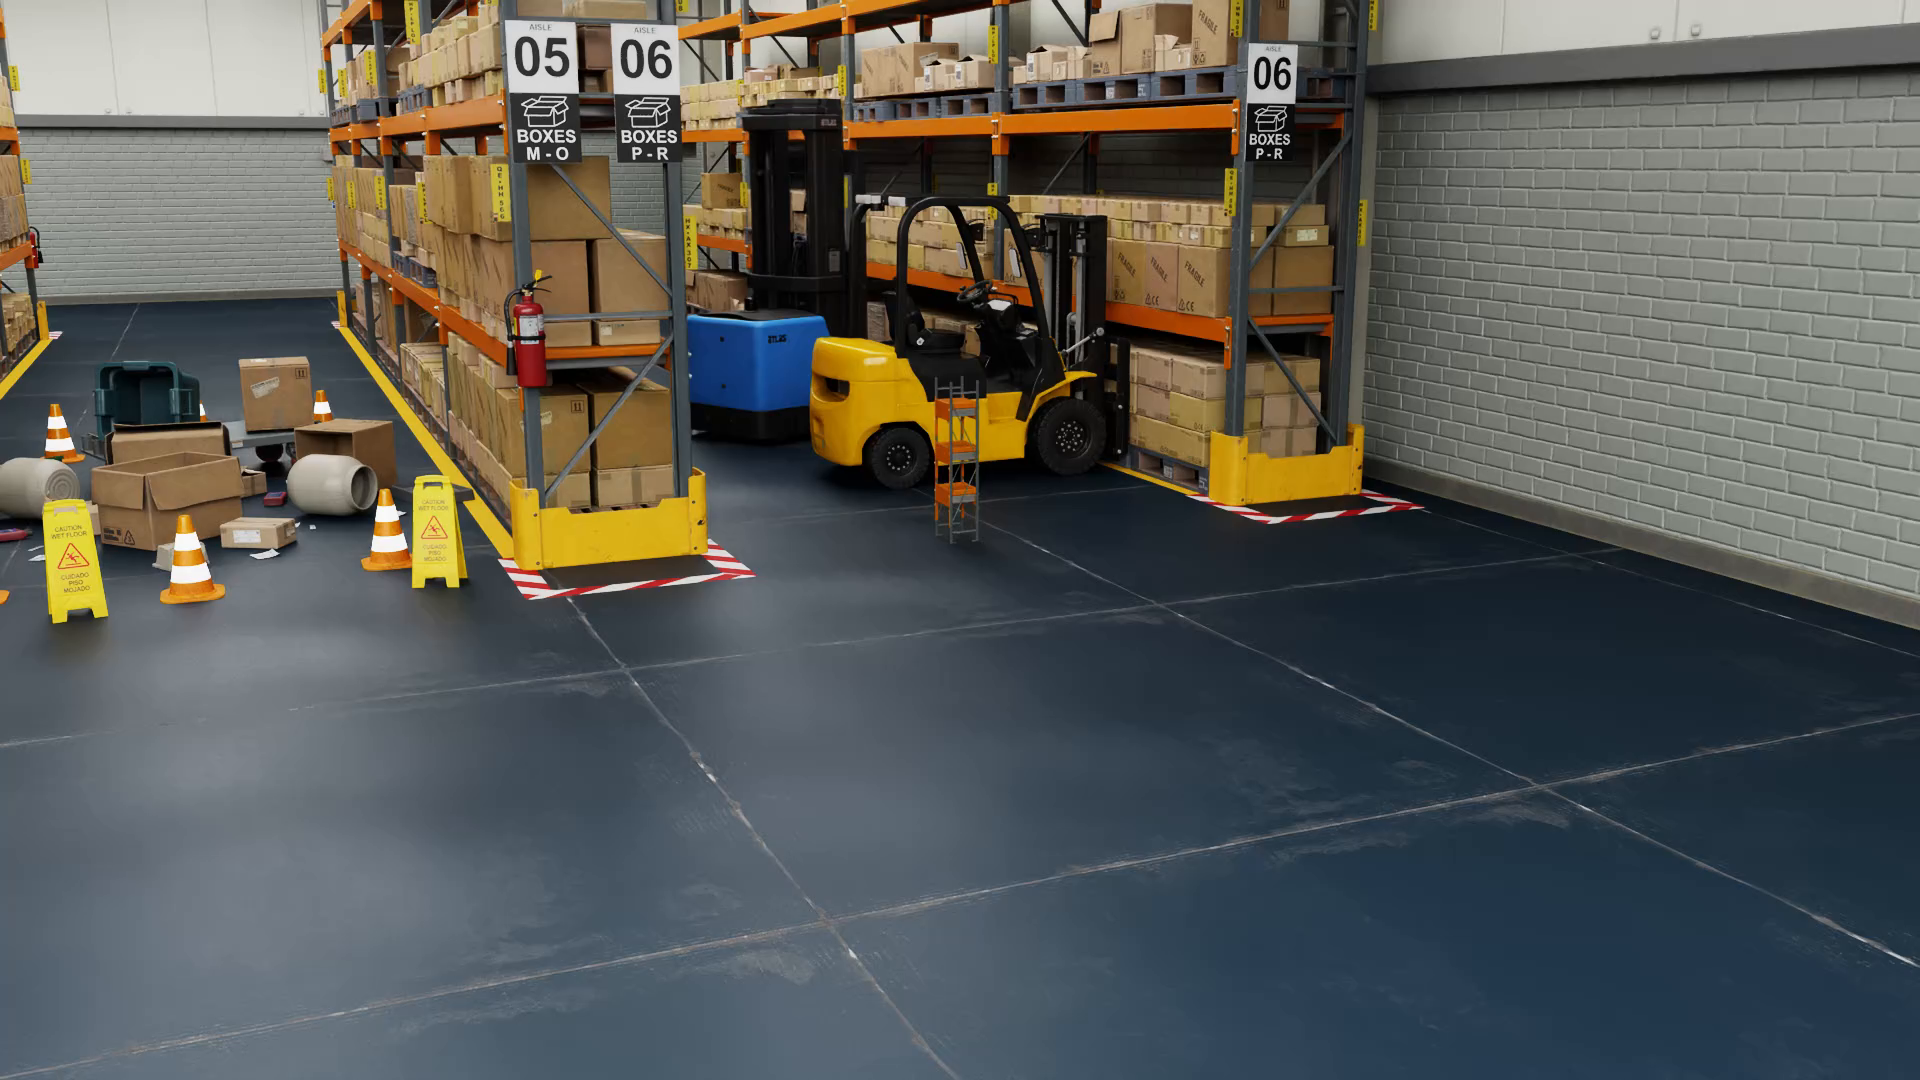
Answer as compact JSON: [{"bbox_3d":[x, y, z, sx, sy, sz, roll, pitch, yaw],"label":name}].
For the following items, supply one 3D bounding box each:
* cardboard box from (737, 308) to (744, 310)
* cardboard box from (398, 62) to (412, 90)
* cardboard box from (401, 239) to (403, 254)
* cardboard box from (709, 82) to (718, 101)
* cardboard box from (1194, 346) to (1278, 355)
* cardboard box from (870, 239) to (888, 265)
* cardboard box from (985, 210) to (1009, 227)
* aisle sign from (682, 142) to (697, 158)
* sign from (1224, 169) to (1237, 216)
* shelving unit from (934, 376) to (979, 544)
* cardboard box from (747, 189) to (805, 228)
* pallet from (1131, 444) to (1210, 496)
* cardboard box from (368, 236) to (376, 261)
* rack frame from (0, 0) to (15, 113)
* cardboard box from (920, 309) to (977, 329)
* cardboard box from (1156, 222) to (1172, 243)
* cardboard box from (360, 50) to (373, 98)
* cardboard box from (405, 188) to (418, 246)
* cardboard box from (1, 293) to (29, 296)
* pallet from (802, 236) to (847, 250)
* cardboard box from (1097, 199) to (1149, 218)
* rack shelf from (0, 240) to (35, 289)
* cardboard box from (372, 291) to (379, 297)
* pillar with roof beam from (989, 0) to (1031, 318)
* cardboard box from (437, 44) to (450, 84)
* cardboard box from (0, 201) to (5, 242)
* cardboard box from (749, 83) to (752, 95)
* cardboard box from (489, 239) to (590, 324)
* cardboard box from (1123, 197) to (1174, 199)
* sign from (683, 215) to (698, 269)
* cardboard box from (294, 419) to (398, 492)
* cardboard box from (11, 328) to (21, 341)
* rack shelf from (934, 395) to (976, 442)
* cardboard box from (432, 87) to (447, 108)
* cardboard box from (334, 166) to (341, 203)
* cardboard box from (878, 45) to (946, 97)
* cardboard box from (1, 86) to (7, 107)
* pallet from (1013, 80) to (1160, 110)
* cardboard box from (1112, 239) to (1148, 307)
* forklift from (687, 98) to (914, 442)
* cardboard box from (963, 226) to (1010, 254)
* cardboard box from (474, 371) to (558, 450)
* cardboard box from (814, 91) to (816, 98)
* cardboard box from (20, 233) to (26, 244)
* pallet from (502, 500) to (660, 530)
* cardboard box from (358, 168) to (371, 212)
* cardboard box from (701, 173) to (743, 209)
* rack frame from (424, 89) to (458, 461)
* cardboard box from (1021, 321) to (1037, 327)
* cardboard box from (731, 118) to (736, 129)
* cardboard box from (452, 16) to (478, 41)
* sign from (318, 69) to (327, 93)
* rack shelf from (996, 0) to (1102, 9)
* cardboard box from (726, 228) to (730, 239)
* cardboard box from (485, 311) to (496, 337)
[{"bbox_3d":[-2.904,-3.178,23.338,0.380,0.149,0.250,-6,14,-25],"label":"cardboard box"},{"bbox_3d":[-4.985,-4.311,15.971,0.700,0.500,0.500,-6,14,-23],"label":"cardboard box"},{"bbox_3d":[-5.246,-2.874,16.261,0.380,0.149,0.250,-7,15,-27],"label":"cardboard box"},{"bbox_3d":[-3.241,-6.342,23.532,0.500,0.250,0.500,-5,14,-22],"label":"cardboard box"},{"bbox_3d":[2.173,-1.365,13.067,0.500,0.250,0.500,-6,14,-23],"label":"cardboard box"},{"bbox_3d":[-0.659,-3.156,18.185,0.500,0.250,0.500,-6,14,-24],"label":"cardboard box"},{"bbox_3d":[0.453,-3.036,15.674,0.380,0.149,0.250,-5,14,-21],"label":"cardboard box"},{"bbox_3d":[-4.310,-6.354,25.905,0.394,0.787,0.004,-6,14,-23],"label":"aisle sign"},{"bbox_3d":[1.893,-2.427,11.613,0.100,0.325,0.005,-6,14,-23],"label":"sign"},{"bbox_3d":[-0.021,-0.523,10.799,0.215,1.050,0.252,-6,14,-23],"label":"shelving unit"},{"bbox_3d":[-2.423,-4.406,22.103,0.700,0.500,0.500,-5,14,-22],"label":"cardboard box"},{"bbox_3d":[2.051,-0.590,12.950,1.003,0.211,1.213,-6,14,-23],"label":"pallet"},{"bbox_3d":[-6.433,-3.318,18.887,0.500,0.250,0.500,-6,14,-24],"label":"cardboard box"},{"bbox_3d":[-13.056,-7.105,21.613,1.000,3.000,0.127,-6,14,-23],"label":"rack frame"},{"bbox_3d":[-0.033,-2.091,17.588,0.875,0.625,0.625,-6,14,-25],"label":"cardboard box"},{"bbox_3d":[1.733,-2.367,12.783,0.380,0.149,0.250,-6,14,-23],"label":"cardboard box"},{"bbox_3d":[-5.927,-4.900,17.583,0.700,0.500,0.500,-6,15,-26],"label":"cardboard box"},{"bbox_3d":[-4.760,-2.962,15.202,0.500,0.500,0.500,-6,14,-25],"label":"cardboard box"},{"bbox_3d":[-12.611,-3.202,22.123,0.380,0.149,0.250,-5,14,-22],"label":"cardboard box"},{"bbox_3d":[-1.145,-3.487,19.710,1.213,0.211,1.003,-6,14,-23],"label":"pallet"},{"bbox_3d":[1.354,-2.729,13.687,0.380,0.149,0.250,-6,14,-23],"label":"cardboard box"},{"bbox_3d":[-12.254,-3.419,20.585,1.077,0.370,4.000,-6,14,-23],"label":"rack shelf"},{"bbox_3d":[-7.471,-3.105,22.384,0.875,0.438,0.875,-6,14,-25],"label":"cardboard box"},{"bbox_3d":[-3.406,-5.793,15.942,9.100,9.000,0.400,-6,14,-23],"label":"pillar with roof beam"},{"bbox_3d":[-3.424,-3.379,11.836,0.500,0.250,0.500,-5,14,-22],"label":"cardboard box"},{"bbox_3d":[-11.626,-3.777,19.653,0.500,0.500,0.500,-6,14,-23],"label":"cardboard box"},{"bbox_3d":[-2.522,-5.861,21.631,0.380,0.149,0.250,-5,14,-22],"label":"cardboard box"},{"bbox_3d":[-2.621,-1.626,10.361,0.500,0.500,0.500,-6,14,-24],"label":"cardboard box"},{"bbox_3d":[1.622,-2.881,14.345,0.380,0.149,0.250,-6,14,-24],"label":"cardboard box"},{"bbox_3d":[-1.654,-1.816,10.143,0.100,0.325,0.005,-6,14,-23],"label":"sign"},{"bbox_3d":[-4.571,-0.611,12.393,0.500,0.500,0.500,4,14,16],"label":"cardboard box"},{"bbox_3d":[-11.862,-2.541,20.586,0.380,0.149,0.250,-6,14,-24],"label":"cardboard box"},{"bbox_3d":[-0.021,-0.789,10.738,0.215,0.259,0.240,-6,14,-23],"label":"rack shelf"},{"bbox_3d":[-3.802,-3.364,12.659,0.380,0.149,0.250,-6,14,-23],"label":"cardboard box"},{"bbox_3d":[-8.416,-4.955,23.189,0.500,0.500,0.500,-6,14,-24],"label":"cardboard box"},{"bbox_3d":[-0.449,-4.943,17.549,0.700,0.500,0.500,-6,14,-24],"label":"cardboard box"},{"bbox_3d":[-12.432,-5.637,21.144,0.500,0.250,0.500,-6,14,-24],"label":"cardboard box"},{"bbox_3d":[1.158,-3.865,14.460,1.003,0.211,1.213,-6,14,-23],"label":"pallet"},{"bbox_3d":[1.553,-2.135,13.219,0.500,0.500,0.500,-6,14,-24],"label":"cardboard box"},{"bbox_3d":[-1.113,-2.549,15.383,1.130,2.935,3.031,11,17,40],"label":"forklift"},{"bbox_3d":[0.362,-2.869,15.839,0.500,0.250,0.500,-6,14,-24],"label":"cardboard box"},{"bbox_3d":[-3.119,-0.930,11.738,0.500,0.500,0.500,-6,14,-24],"label":"cardboard box"},{"bbox_3d":[-1.534,-5.296,19.897,0.380,0.149,0.250,-5,14,-22],"label":"cardboard box"},{"bbox_3d":[-12.666,-4.018,22.137,0.380,0.149,0.250,-6,14,-23],"label":"cardboard box"},{"bbox_3d":[-2.475,-0.173,11.150,1.003,0.211,1.213,-6,14,-23],"label":"pallet"},{"bbox_3d":[-6.816,-4.141,19.668,0.500,0.500,0.500,-6,14,-23],"label":"cardboard box"},{"bbox_3d":[-3.478,-5.109,24.302,0.500,0.500,0.500,-5,14,-22],"label":"cardboard box"},{"bbox_3d":[-3.754,-2.171,13.599,1.000,3.000,0.127,-6,14,-23],"label":"rack frame"},{"bbox_3d":[0.699,-1.844,15.135,0.500,0.250,0.500,-6,14,-24],"label":"cardboard box"},{"bbox_3d":[-2.922,-5.711,22.797,0.380,0.149,0.250,-6,14,-23],"label":"cardboard box"},{"bbox_3d":[-3.202,-3.429,11.171,0.380,0.149,0.250,-5,14,-22],"label":"cardboard box"},{"bbox_3d":[-9.071,-6.527,23.654,0.100,0.325,0.005,-6,14,-23],"label":"sign"},{"bbox_3d":[1.594,-4.585,13.204,1.077,0.370,4.000,-6,14,-23],"label":"rack shelf"},{"bbox_3d":[-3.102,-4.354,23.587,0.380,0.149,0.250,-5,14,-21],"label":"cardboard box"},{"bbox_3d":[-2.914,-1.428,10.945,0.380,0.149,0.250,-5,14,-22],"label":"cardboard box"}]
